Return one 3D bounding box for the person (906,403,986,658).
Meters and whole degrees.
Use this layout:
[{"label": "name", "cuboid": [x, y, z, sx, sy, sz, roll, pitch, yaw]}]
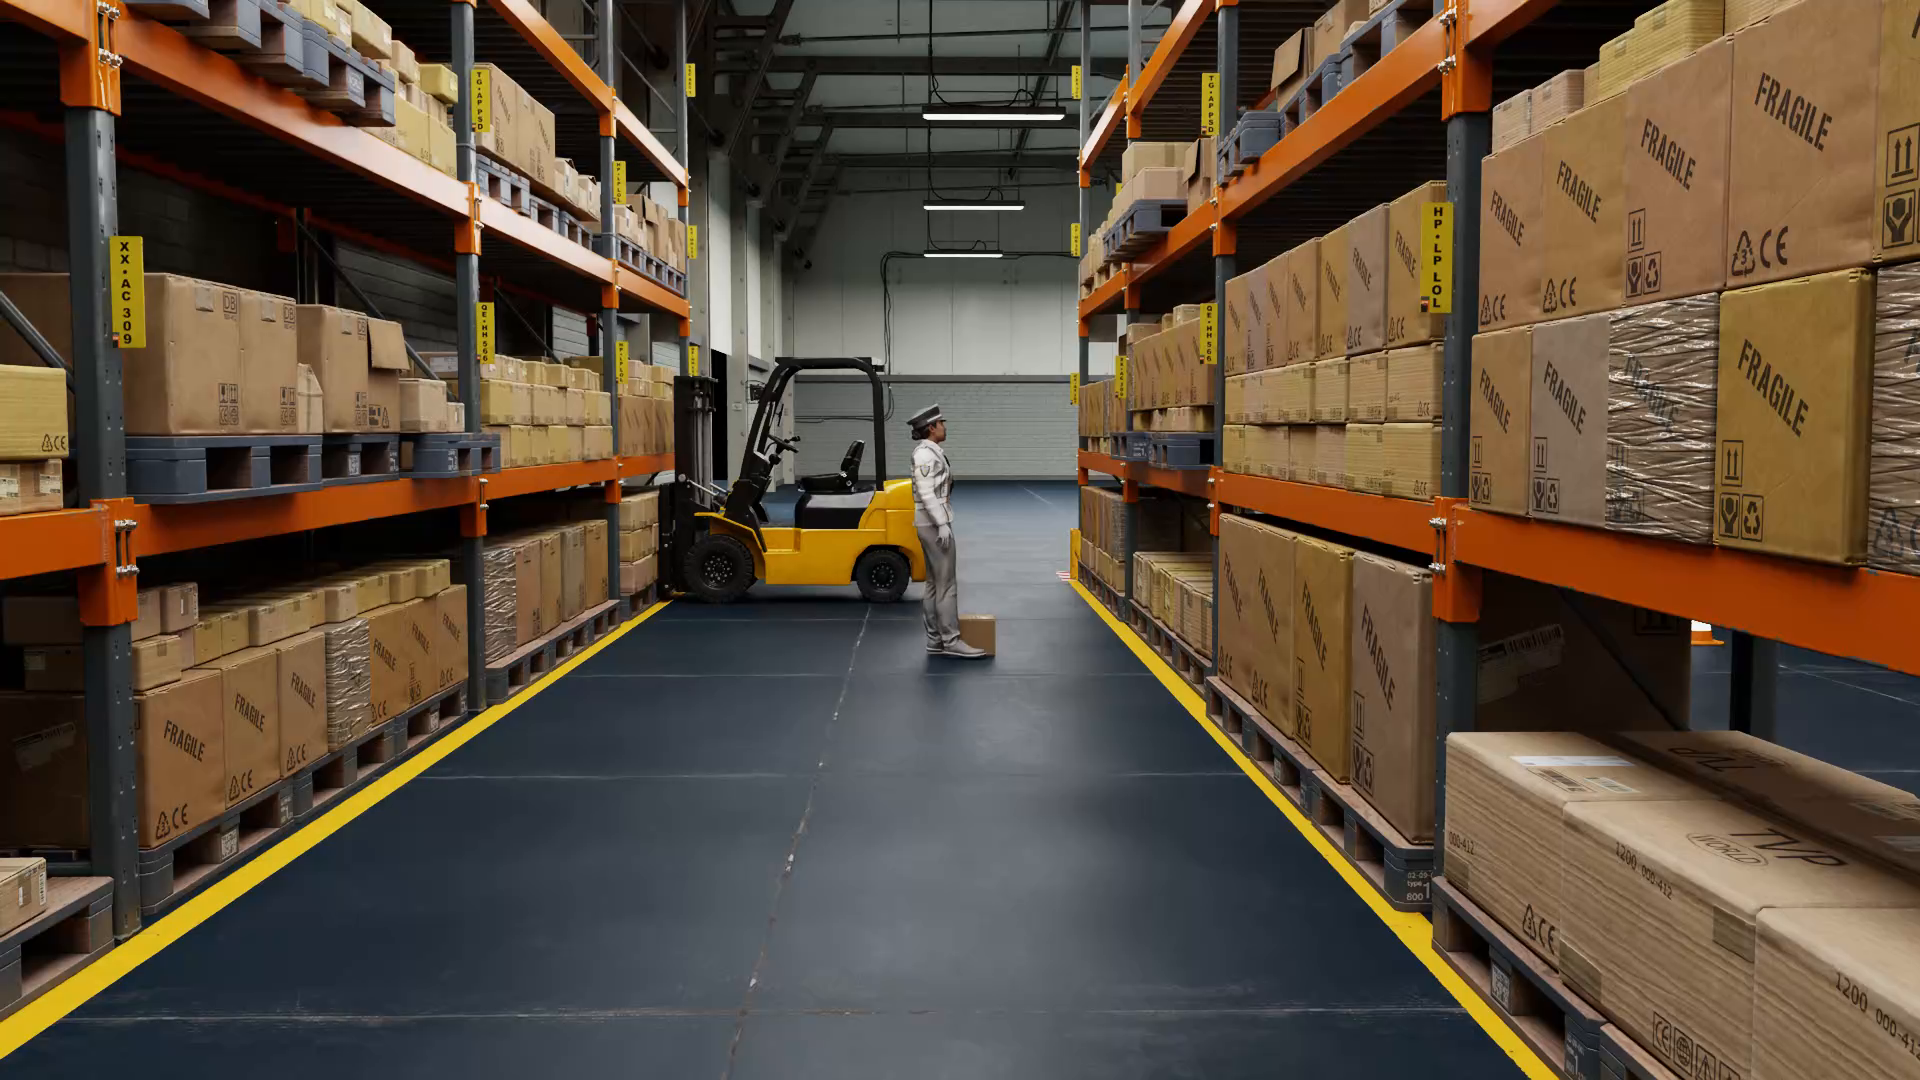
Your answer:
[{"label": "person", "cuboid": [-0.097, -0.077, 11.260, 0.531, 1.695, 0.586, 0, 4, -1]}]
